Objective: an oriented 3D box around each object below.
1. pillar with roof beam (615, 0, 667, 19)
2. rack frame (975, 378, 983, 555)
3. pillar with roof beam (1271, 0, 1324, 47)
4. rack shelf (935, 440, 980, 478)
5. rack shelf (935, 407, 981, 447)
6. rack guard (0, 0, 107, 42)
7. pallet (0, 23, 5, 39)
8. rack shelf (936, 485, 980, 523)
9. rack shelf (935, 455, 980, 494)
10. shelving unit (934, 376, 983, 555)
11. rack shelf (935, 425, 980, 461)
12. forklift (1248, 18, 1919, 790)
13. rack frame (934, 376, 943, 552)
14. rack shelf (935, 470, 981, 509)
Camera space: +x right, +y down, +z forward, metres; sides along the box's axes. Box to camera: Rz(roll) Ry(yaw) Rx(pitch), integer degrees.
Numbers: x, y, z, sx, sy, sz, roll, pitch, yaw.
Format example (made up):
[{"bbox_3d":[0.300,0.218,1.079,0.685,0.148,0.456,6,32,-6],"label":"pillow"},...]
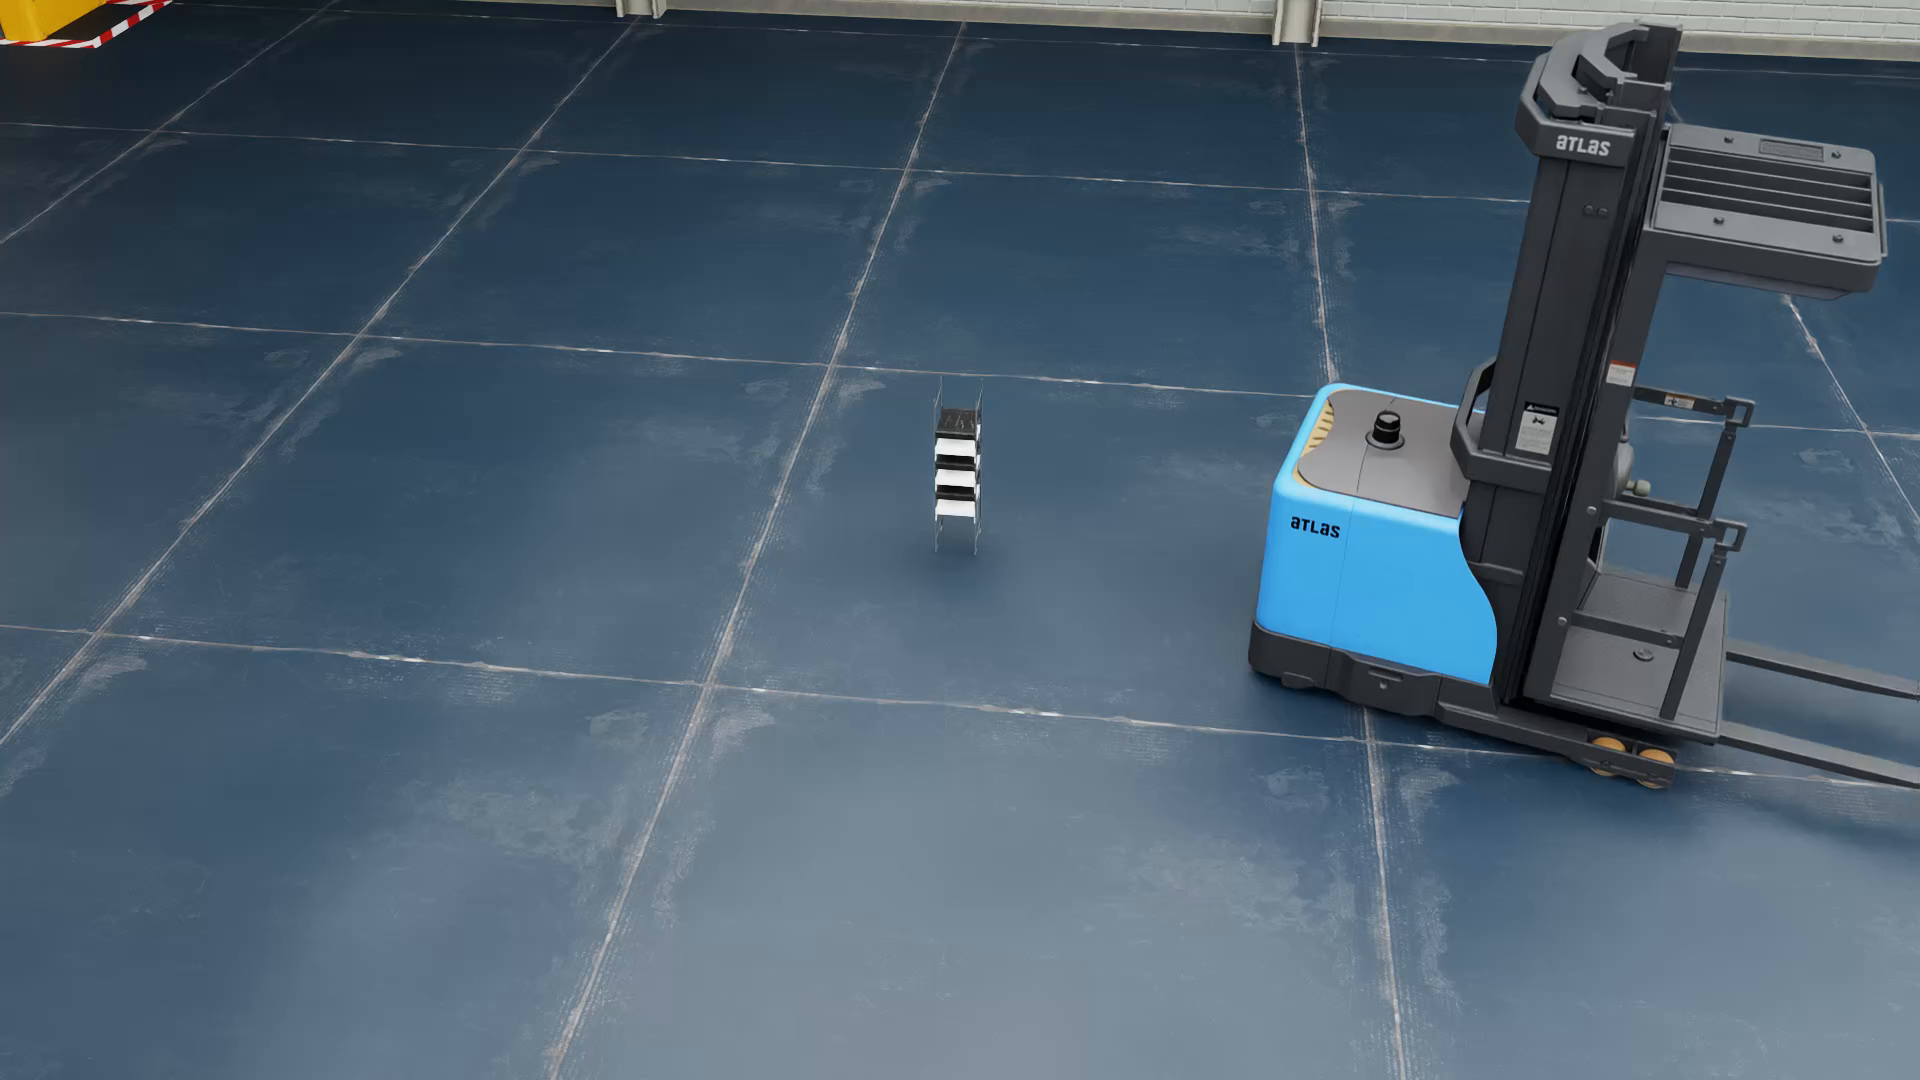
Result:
[{"bbox_3d":[-3.508,-6.101,9.409,0.400,9.000,9.100,4,36,6],"label":"pillar with roof beam"},{"bbox_3d":[0.093,-0.359,8.336,0.006,0.900,0.240,4,36,6],"label":"rack frame"},{"bbox_3d":[2.444,-5.657,8.787,0.400,9.000,9.100,4,36,6],"label":"pillar with roof beam"},{"bbox_3d":[-0.008,-0.413,8.314,0.200,0.077,0.258,4,36,6],"label":"rack shelf"},{"bbox_3d":[-0.008,-0.560,8.209,0.200,0.077,0.258,4,36,6],"label":"rack shelf"},{"bbox_3d":[-8.311,-4.993,15.173,0.348,0.500,1.175,4,36,6],"label":"rack guard"},{"bbox_3d":[-9.098,-4.910,15.305,1.213,0.211,1.003,4,36,6],"label":"pallet"},{"bbox_3d":[-0.008,-0.193,8.470,0.200,0.077,0.258,4,36,6],"label":"rack shelf"},{"bbox_3d":[-0.008,-0.340,8.366,0.200,0.077,0.258,4,36,6],"label":"rack shelf"},{"bbox_3d":[-0.008,-0.367,8.346,0.210,0.900,0.258,4,36,6],"label":"shelving unit"},{"bbox_3d":[-0.008,-0.486,8.261,0.200,0.077,0.258,4,36,6],"label":"rack shelf"},{"bbox_3d":[2.900,-0.483,6.761,3.031,2.935,1.130,14,38,18],"label":"forklift"},{"bbox_3d":[-0.109,-0.374,8.357,0.006,0.900,0.240,4,36,6],"label":"rack frame"},{"bbox_3d":[-0.008,-0.267,8.418,0.200,0.077,0.258,4,36,6],"label":"rack shelf"}]
